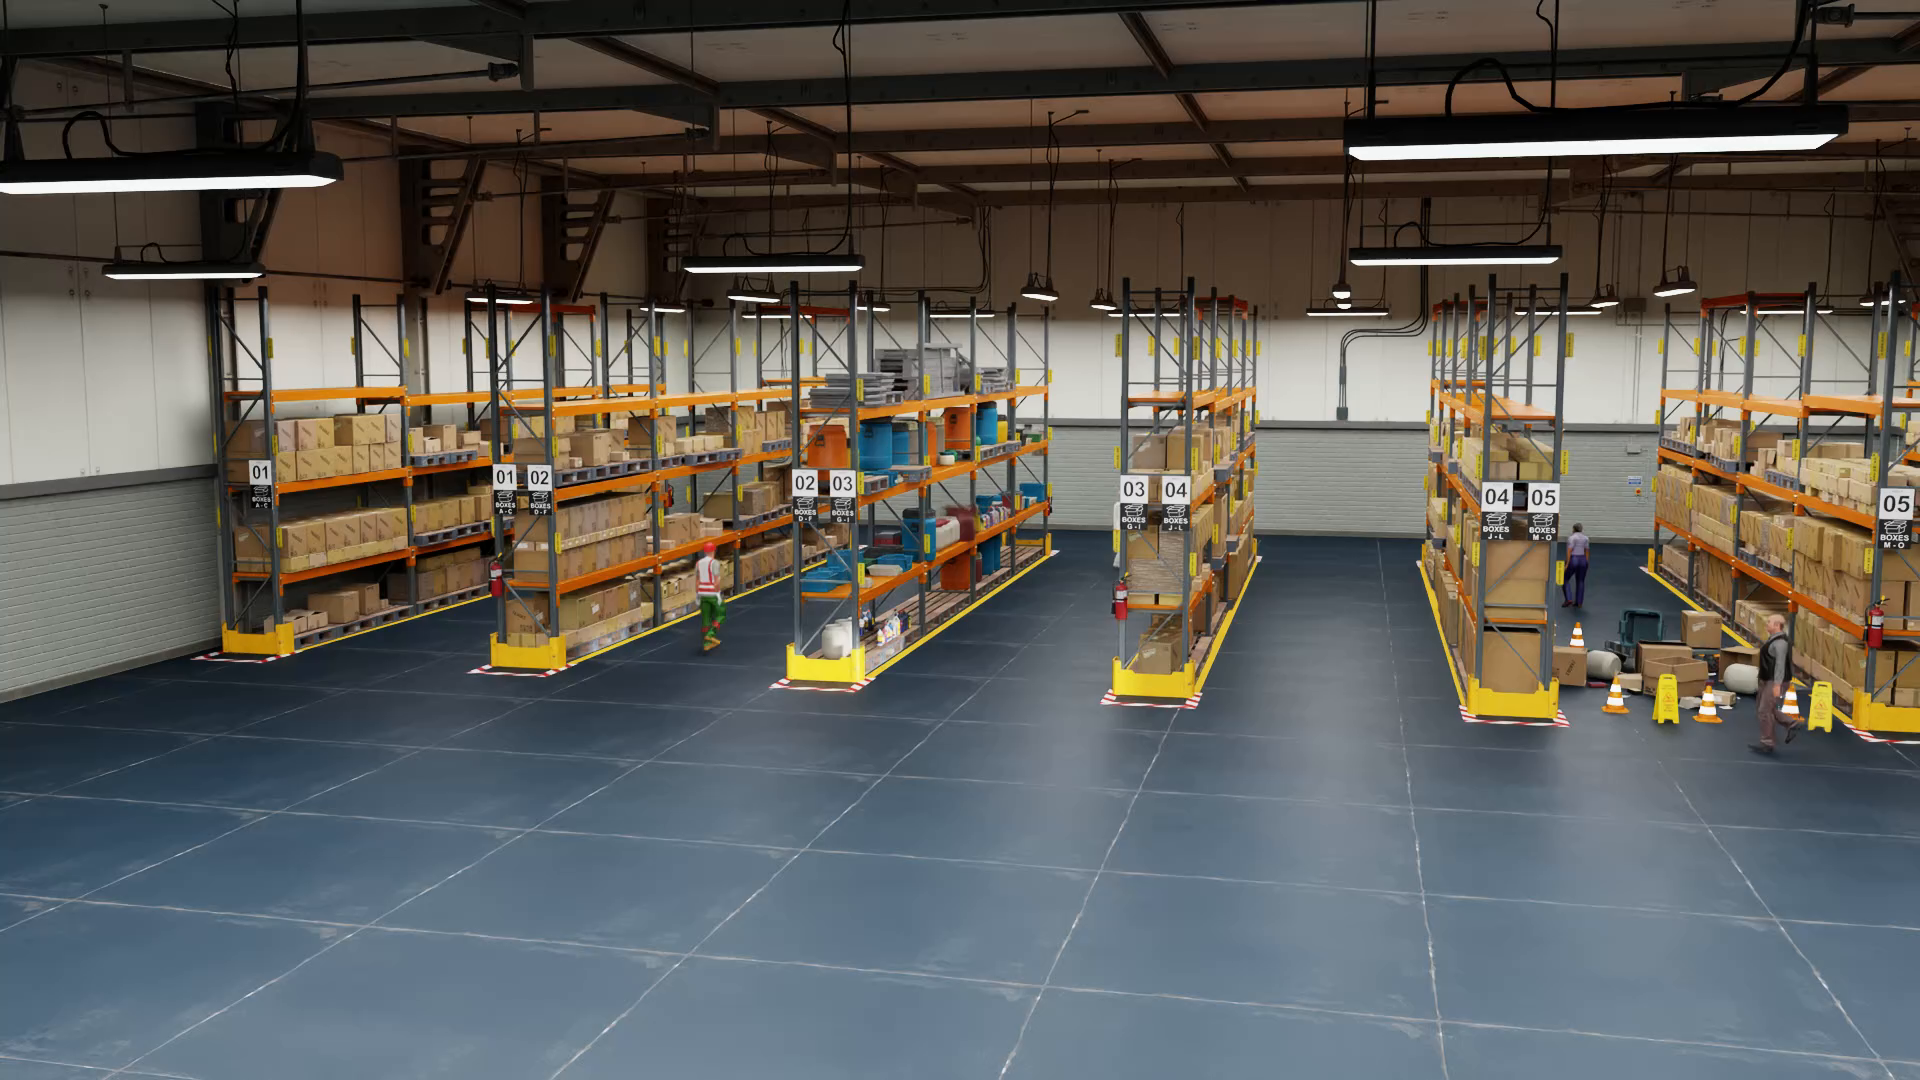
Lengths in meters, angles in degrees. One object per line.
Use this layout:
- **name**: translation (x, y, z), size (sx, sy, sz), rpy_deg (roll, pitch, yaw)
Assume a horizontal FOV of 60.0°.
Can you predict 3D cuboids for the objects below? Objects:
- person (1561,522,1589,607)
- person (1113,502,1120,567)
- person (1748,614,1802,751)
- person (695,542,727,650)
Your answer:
- **person**: translation (11.967, 0.500, 32.326), size (0.525, 1.695, 0.381), rpy_deg (-2, 7, -13)
- **person**: translation (3.763, -0.253, 38.113), size (0.772, 1.773, 0.609), rpy_deg (-4, 8, -31)
- **person**: translation (10.182, 1.772, 20.677), size (0.664, 1.708, 0.540), rpy_deg (1, 7, 11)
- **person**: translation (-4.200, 0.931, 27.759), size (0.578, 1.778, 0.553), rpy_deg (3, 7, 26)
